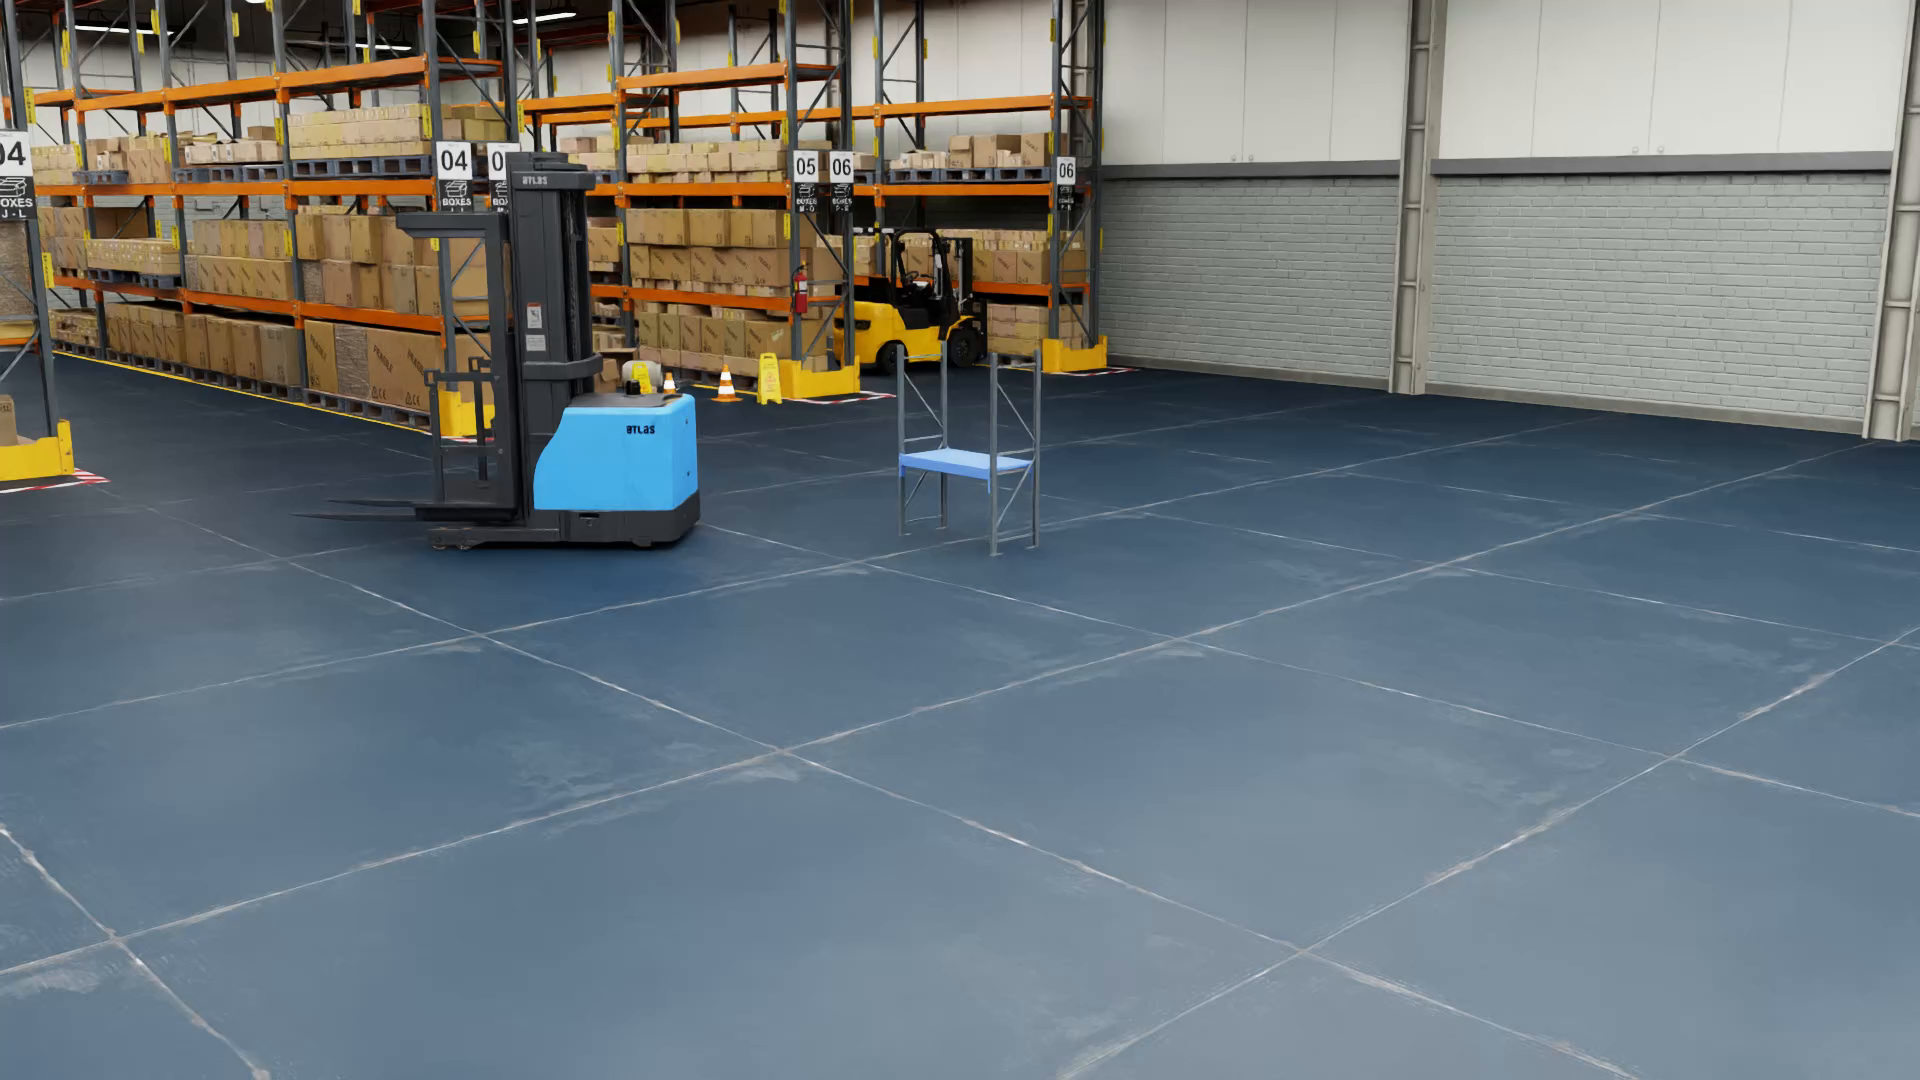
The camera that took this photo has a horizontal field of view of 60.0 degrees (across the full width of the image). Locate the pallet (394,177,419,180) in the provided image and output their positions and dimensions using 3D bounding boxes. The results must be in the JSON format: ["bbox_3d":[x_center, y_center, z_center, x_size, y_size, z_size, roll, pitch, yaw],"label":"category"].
[{"bbox_3d":[-9.447,-6.422,29.687,1.217,0.209,0.805,11,16,43],"label":"pallet"}]

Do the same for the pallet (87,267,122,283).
[{"bbox_3d":[-13.203,-4.243,26.547,1.003,0.211,1.213,-11,16,-43],"label":"pallet"}]

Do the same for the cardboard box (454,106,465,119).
[{"bbox_3d":[-5.511,-4.838,18.886,0.380,0.149,0.250,-11,16,-42],"label":"cardboard box"}]

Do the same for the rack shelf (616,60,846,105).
[{"bbox_3d":[-3.210,-6.298,22.971,1.077,0.370,4.000,-11,16,-43],"label":"rack shelf"}]

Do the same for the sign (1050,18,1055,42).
[{"bbox_3d":[1.357,-7.475,24.382,0.100,0.325,0.005,-11,16,-43],"label":"sign"}]

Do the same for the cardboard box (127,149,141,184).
[{"bbox_3d":[-12.139,-5.596,24.956,0.500,0.500,0.500,-11,16,-43],"label":"cardboard box"}]

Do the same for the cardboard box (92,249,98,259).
[{"bbox_3d":[-13.506,-4.538,26.348,0.380,0.149,0.250,-11,16,-44],"label":"cardboard box"}]

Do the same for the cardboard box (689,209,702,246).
[{"bbox_3d":[-3.354,-4.377,23.262,0.700,0.500,0.500,-11,16,-43],"label":"cardboard box"}]

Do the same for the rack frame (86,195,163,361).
[{"bbox_3d":[-13.626,-4.469,27.167,1.000,3.000,0.127,-11,16,-43],"label":"rack frame"}]

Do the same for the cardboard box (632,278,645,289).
[{"bbox_3d":[-4.605,-3.792,24.505,0.380,0.149,0.250,-11,16,-43],"label":"cardboard box"}]

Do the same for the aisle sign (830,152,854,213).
[{"bbox_3d":[-1.561,-4.729,21.990,0.394,0.787,0.004,-11,16,-43],"label":"aisle sign"}]

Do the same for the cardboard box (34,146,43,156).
[{"bbox_3d":[-15.496,-6.609,28.270,0.380,0.149,0.250,-10,15,-41],"label":"cardboard box"}]

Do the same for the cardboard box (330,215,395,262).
[{"bbox_3d":[-7.134,-3.683,20.305,0.875,0.550,0.550,-11,16,-43],"label":"cardboard box"}]

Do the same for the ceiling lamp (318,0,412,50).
[{"bbox_3d":[-12.825,-12.313,35.910,2.000,3.185,0.800,-11,16,-43],"label":"ceiling lamp"}]

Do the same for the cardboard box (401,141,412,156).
[{"bbox_3d":[-5.987,-4.356,18.522,0.380,0.149,0.250,-11,16,-42],"label":"cardboard box"}]

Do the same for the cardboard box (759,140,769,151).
[{"bbox_3d":[-2.426,-5.210,21.977,0.380,0.149,0.250,-11,16,-42],"label":"cardboard box"}]

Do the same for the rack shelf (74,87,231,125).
[{"bbox_3d":[-12.245,-6.567,25.258,1.077,0.370,4.000,-11,16,-43],"label":"rack shelf"}]

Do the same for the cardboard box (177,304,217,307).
[{"bbox_3d":[-11.847,-3.516,25.839,0.500,0.250,0.500,-11,16,-42],"label":"cardboard box"}]

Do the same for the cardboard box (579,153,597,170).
[{"bbox_3d":[-5.445,-5.747,25.268,0.500,0.250,0.500,-11,16,-42],"label":"cardboard box"}]

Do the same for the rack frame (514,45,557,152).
[{"bbox_3d":[-9.290,-9.387,36.175,1.000,3.000,0.127,-11,16,-43],"label":"rack frame"}]

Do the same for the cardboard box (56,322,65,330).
[{"bbox_3d":[-15.480,-3.746,28.947,0.250,0.149,0.380,11,16,42],"label":"cardboard box"}]

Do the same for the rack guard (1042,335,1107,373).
[{"bbox_3d":[1.776,-2.886,25.682,1.175,0.500,0.348,-11,16,-43],"label":"rack guard"}]

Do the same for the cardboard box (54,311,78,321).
[{"bbox_3d":[-15.497,-3.885,28.883,0.380,0.149,0.250,-10,15,-40],"label":"cardboard box"}]

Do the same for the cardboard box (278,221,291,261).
[{"bbox_3d":[-8.448,-3.911,21.737,0.700,0.500,0.500,-11,16,-44],"label":"cardboard box"}]

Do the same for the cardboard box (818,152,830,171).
[{"bbox_3d":[-1.983,-5.074,22.305,0.500,0.250,0.500,-11,16,-44],"label":"cardboard box"}]

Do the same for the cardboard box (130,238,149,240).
[{"bbox_3d":[-13.207,-4.811,26.938,0.380,0.149,0.250,-10,15,-40],"label":"cardboard box"}]

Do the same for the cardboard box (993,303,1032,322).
[{"bbox_3d":[0.859,-3.560,26.054,0.500,0.250,0.500,-11,16,-42],"label":"cardboard box"}]

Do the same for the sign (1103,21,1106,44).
[{"bbox_3d":[2.165,-7.664,25.102,0.100,0.325,0.005,-11,16,-43],"label":"sign"}]

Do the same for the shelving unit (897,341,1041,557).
[{"bbox_3d":[0.059,-0.722,12.700,0.538,1.500,1.048,-11,16,-43],"label":"shelving unit"}]

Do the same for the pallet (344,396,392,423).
[{"bbox_3d":[-6.786,-1.635,20.326,1.003,0.211,1.213,-11,16,-43],"label":"pallet"}]

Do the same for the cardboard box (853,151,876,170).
[{"bbox_3d":[-1.679,-6.450,28.282,0.500,0.311,0.500,11,16,43],"label":"cardboard box"}]

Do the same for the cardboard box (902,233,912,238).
[{"bbox_3d":[-0.739,-5.099,27.636,0.380,0.149,0.250,-11,16,-42],"label":"cardboard box"}]

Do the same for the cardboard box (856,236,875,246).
[{"bbox_3d":[-1.591,-5.119,28.467,0.380,0.149,0.250,-11,16,-43],"label":"cardboard box"}]

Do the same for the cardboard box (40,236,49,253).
[{"bbox_3d":[-15.561,-4.995,28.738,0.500,0.500,0.500,-11,16,-42],"label":"cardboard box"}]

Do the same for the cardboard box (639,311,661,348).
[{"bbox_3d":[-4.379,-3.108,24.479,0.500,0.500,0.500,-10,15,-40],"label":"cardboard box"}]

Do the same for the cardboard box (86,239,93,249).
[{"bbox_3d":[-13.686,-4.721,26.500,0.380,0.149,0.250,-10,15,-40],"label":"cardboard box"}]

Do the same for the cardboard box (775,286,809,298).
[{"bbox_3d":[-2.241,-3.324,22.232,0.380,0.149,0.250,-10,15,-41],"label":"cardboard box"}]

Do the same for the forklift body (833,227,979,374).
[{"bbox_3d":[-0.870,-3.721,25.641,2.313,2.155,1.214,-11,16,-43],"label":"forklift body"}]

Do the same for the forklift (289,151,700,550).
[{"bbox_3d":[-3.627,-1.469,12.778,3.031,2.935,1.130,1,12,3],"label":"forklift"}]

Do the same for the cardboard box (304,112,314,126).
[{"bbox_3d":[-7.744,-5.118,20.243,0.380,0.149,0.250,-11,16,-43],"label":"cardboard box"}]

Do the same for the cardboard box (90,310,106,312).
[{"bbox_3d":[-15.078,-3.968,29.289,0.380,0.149,0.250,-10,15,-40],"label":"cardboard box"}]

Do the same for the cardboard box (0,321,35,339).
[{"bbox_3d":[-9.020,-1.993,15.772,0.380,0.149,0.250,-11,16,-43],"label":"cardboard box"}]

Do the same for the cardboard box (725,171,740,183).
[{"bbox_3d":[-2.965,-4.932,22.607,0.380,0.149,0.250,-11,16,-43],"label":"cardboard box"}]

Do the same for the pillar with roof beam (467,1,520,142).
[{"bbox_3d":[-13.614,-9.307,35.783,9.100,9.000,0.548,-11,16,-43],"label":"pillar with roof beam"}]

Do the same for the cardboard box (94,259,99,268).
[{"bbox_3d":[-13.491,-4.390,26.368,0.380,0.149,0.250,-11,16,-42],"label":"cardboard box"}]

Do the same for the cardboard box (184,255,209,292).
[{"bbox_3d":[-10.749,-3.831,23.823,0.500,0.500,0.500,-11,16,-42],"label":"cardboard box"}]

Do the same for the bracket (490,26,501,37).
[{"bbox_3d":[-10.471,-11.559,37.797,0.235,0.232,0.430,-11,16,-43],"label":"bracket"}]

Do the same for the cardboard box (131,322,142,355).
[{"bbox_3d":[-12.569,-3.154,25.939,0.500,0.500,0.500,-11,16,-42],"label":"cardboard box"}]

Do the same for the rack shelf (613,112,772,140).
[{"bbox_3d":[-5.147,-7.964,32.038,1.077,0.370,4.000,-11,16,-43],"label":"rack shelf"}]

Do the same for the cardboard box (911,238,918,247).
[{"bbox_3d":[-0.593,-4.910,27.453,0.380,0.149,0.250,-11,16,-43],"label":"cardboard box"}]

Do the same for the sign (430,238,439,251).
[{"bbox_3d":[-5.741,-3.327,18.169,0.100,0.325,0.005,-11,16,-43],"label":"sign"}]

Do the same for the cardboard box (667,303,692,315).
[{"bbox_3d":[-3.979,-3.324,23.921,0.380,0.149,0.250,-10,15,-40],"label":"cardboard box"}]
